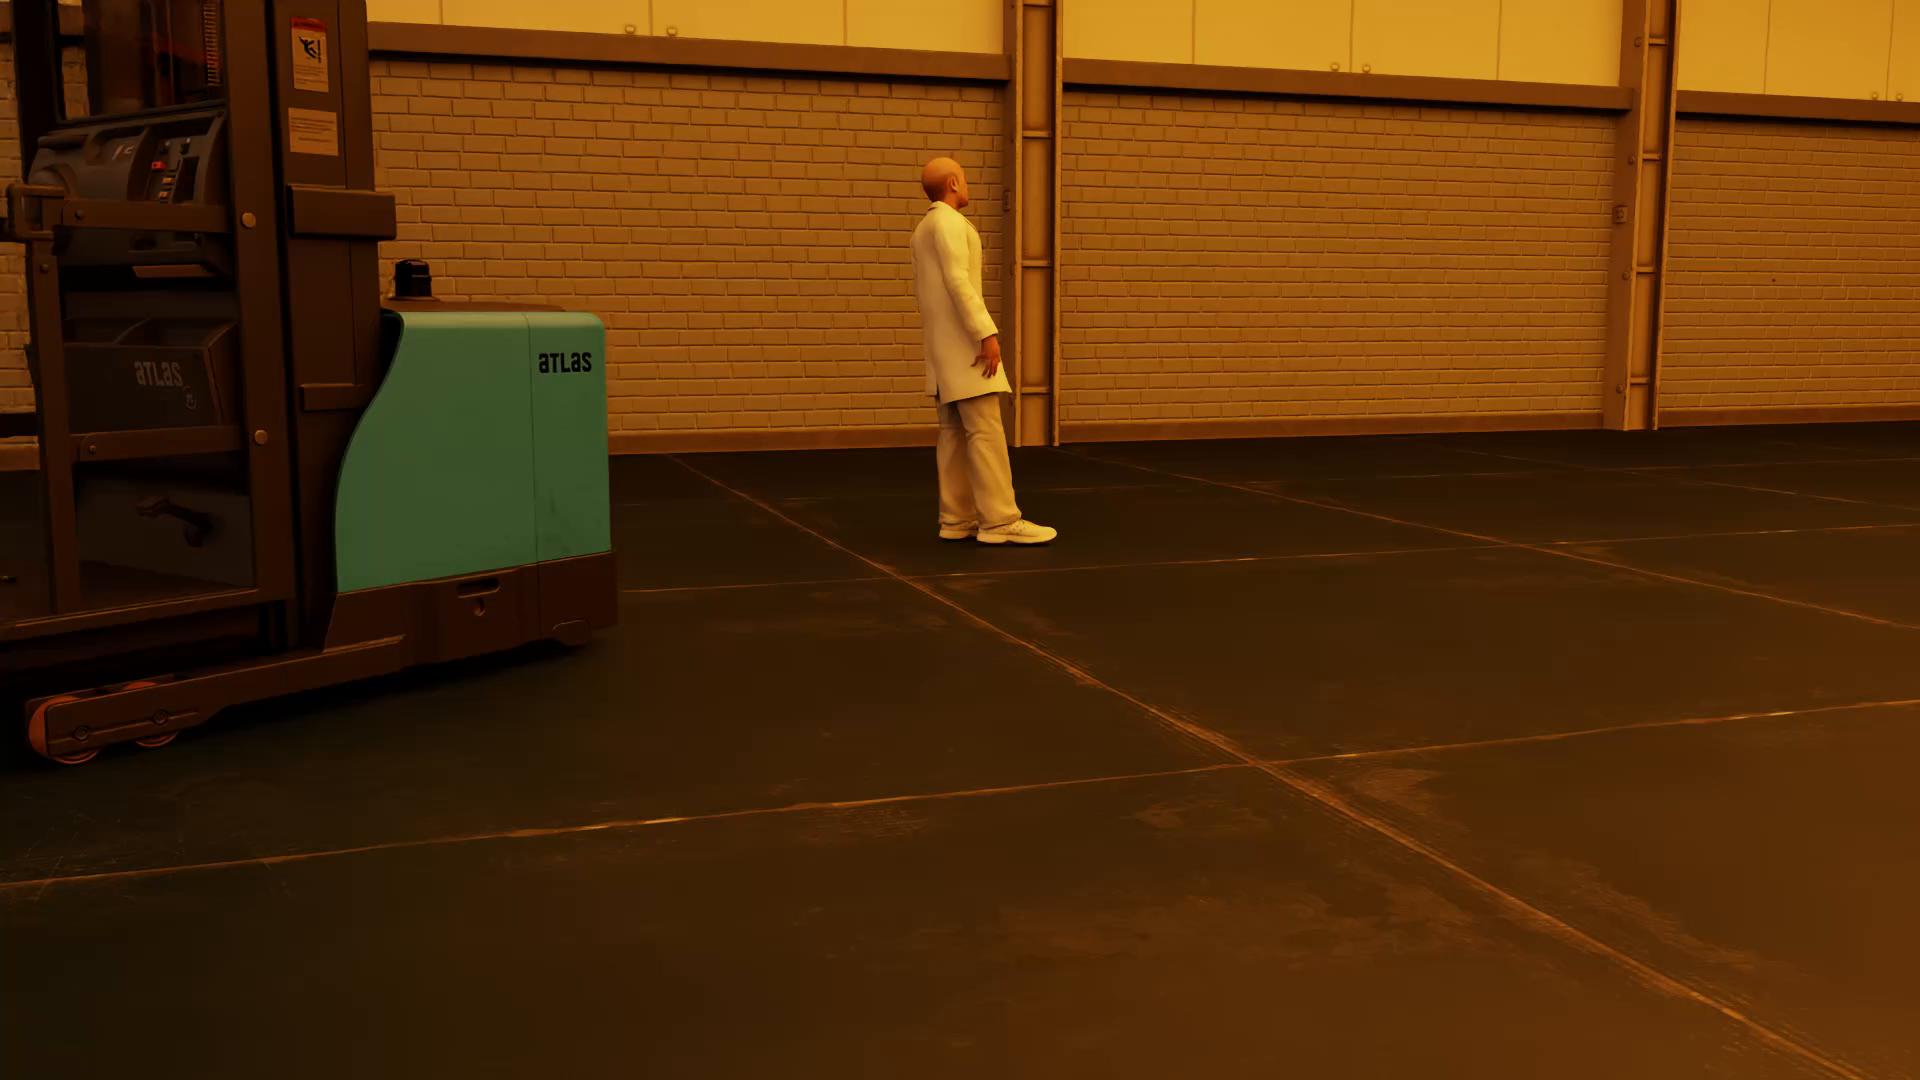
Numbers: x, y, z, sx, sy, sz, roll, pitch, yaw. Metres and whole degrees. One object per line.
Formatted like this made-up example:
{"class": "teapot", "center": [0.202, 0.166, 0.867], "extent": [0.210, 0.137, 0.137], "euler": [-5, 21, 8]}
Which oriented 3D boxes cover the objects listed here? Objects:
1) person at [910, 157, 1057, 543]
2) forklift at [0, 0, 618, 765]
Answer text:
{"class": "person", "center": [0.088, -0.891, 7.828], "extent": [0.578, 1.777, 0.696], "euler": [-3, 8, -18]}
{"class": "forklift", "center": [-2.379, -0.989, 4.315], "extent": [1.130, 2.935, 3.031], "euler": [6, 9, 35]}
